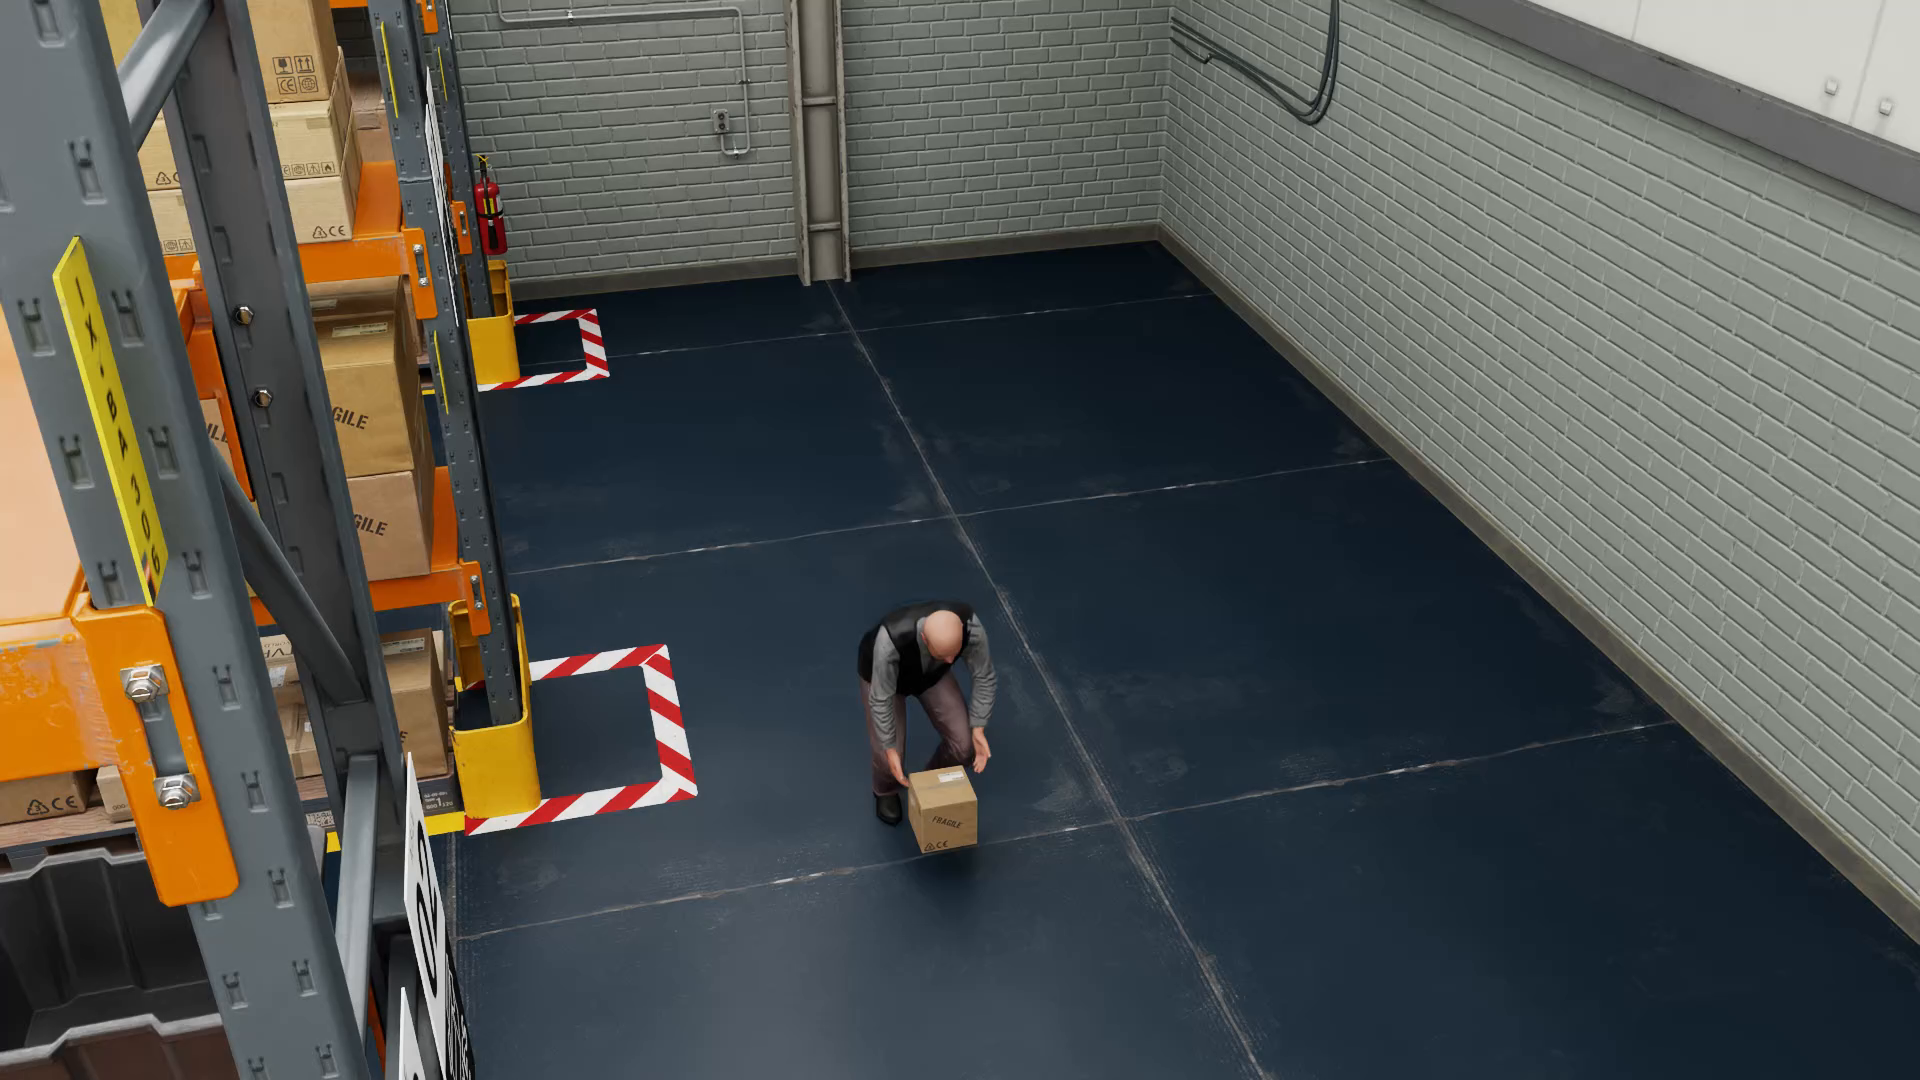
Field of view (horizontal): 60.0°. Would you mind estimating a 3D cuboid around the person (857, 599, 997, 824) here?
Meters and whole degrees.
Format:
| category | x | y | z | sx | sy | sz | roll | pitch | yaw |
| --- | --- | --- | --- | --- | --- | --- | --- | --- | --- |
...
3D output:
| category | x | y | z | sx | sy | sz | roll | pitch | yaw |
| --- | --- | --- | --- | --- | --- | --- | --- | --- | --- |
| person | -0.155 | 0.722 | 7.502 | 0.586 | 1.241 | 0.777 | -8 | 31 | -13 |
